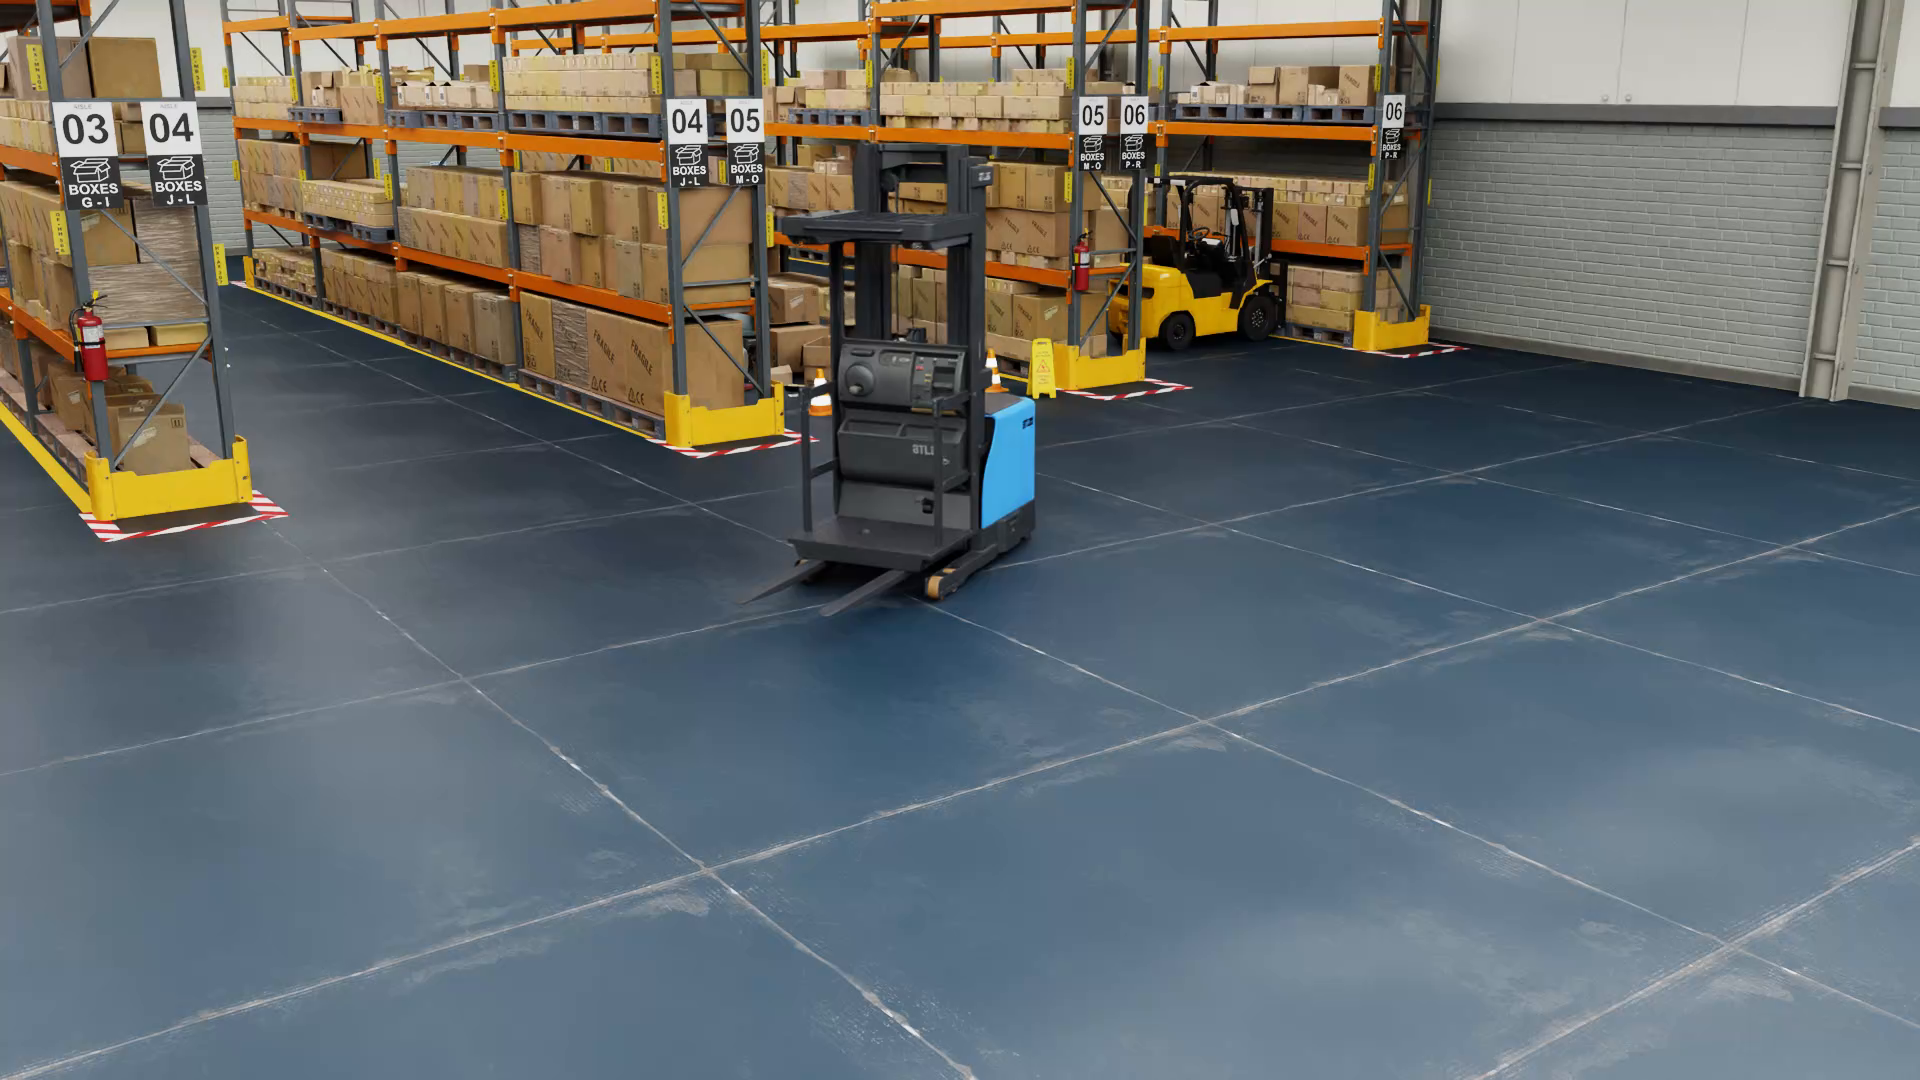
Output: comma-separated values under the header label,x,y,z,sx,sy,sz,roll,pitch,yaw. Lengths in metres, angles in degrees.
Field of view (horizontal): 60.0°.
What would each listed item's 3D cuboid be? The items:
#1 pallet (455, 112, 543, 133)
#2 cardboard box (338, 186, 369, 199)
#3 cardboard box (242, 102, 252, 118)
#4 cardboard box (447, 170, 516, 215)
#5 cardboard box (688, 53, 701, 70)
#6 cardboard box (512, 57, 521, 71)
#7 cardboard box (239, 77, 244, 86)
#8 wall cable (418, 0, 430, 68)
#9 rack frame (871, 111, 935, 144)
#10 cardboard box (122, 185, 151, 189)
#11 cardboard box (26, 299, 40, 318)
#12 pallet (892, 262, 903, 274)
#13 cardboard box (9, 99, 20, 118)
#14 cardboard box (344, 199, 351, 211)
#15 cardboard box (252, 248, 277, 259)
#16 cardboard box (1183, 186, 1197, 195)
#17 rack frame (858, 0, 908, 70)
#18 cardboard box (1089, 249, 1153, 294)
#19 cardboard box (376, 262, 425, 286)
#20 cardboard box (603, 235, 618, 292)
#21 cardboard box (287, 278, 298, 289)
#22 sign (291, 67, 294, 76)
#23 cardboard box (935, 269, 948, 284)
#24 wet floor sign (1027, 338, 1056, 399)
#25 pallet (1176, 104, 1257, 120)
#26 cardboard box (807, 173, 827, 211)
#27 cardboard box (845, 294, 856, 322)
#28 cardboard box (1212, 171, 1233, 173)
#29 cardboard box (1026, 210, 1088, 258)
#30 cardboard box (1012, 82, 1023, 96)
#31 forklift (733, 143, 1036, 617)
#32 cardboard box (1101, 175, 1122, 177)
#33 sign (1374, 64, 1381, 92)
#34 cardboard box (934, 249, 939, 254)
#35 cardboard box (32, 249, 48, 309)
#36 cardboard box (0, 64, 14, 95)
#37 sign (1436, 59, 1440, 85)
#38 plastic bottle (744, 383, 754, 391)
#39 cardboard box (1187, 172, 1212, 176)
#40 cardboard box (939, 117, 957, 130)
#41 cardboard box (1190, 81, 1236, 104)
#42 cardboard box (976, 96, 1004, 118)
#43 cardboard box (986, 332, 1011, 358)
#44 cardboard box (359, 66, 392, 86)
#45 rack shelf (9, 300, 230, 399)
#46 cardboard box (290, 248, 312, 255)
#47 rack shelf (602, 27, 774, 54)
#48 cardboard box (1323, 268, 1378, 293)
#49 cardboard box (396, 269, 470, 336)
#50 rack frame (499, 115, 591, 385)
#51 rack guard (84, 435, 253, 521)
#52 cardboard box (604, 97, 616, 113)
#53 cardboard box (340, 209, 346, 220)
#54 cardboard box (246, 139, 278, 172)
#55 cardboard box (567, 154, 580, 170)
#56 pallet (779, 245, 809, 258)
label,x,y,z,sx,sy,sz,roll,pitch,yaw
pallet,-5.226,-4.847,19.282,0.805,0.209,1.217,-12,19,-37
cardboard box,-8.416,-4.836,23.118,0.380,0.149,0.250,-10,18,-32
cardboard box,-11.339,-6.992,27.043,0.500,0.250,0.500,-10,18,-33
cardboard box,-5.840,-4.265,20.394,0.700,0.500,0.500,-11,19,-35
cardboard box,-2.380,-4.585,15.945,0.380,0.149,0.250,-11,19,-34
cardboard box,-4.557,-5.080,17.753,0.380,0.149,0.250,-11,19,-35
cardboard box,-11.460,-7.443,26.989,0.380,0.149,0.250,-11,19,-35
wall cable,-11.330,-10.721,34.700,0.463,3.000,0.029,-11,19,-35
rack frame,-0.702,-4.094,21.852,1.000,3.000,0.127,-11,19,-35
cardboard box,-7.352,-2.855,14.680,0.500,0.500,0.500,-11,19,-35
cardboard box,-8.261,-2.126,15.137,0.380,0.149,0.250,-11,19,-35
pallet,-0.884,-5.061,30.666,1.003,0.211,1.213,-11,19,-35
cardboard box,-7.979,-3.733,14.378,0.380,0.149,0.250,-11,19,-36
cardboard box,-8.264,-4.637,22.954,0.380,0.149,0.250,-11,19,-35
cardboard box,-11.669,-4.816,27.969,0.380,0.149,0.250,-12,19,-37
cardboard box,3.439,-5.062,23.972,0.380,0.149,0.250,-10,18,-33
rack frame,-1.393,-9.467,30.119,1.000,3.000,0.127,-11,19,-35
cardboard box,2.545,-4.199,25.938,0.875,0.625,0.625,-11,19,-35
cardboard box,-7.613,-3.622,22.647,0.500,0.250,0.500,-11,19,-36
cardboard box,-3.118,-2.847,17.014,0.875,0.550,0.550,-11,19,-35
cardboard box,-10.465,-4.092,26.448,0.380,0.149,0.250,-11,19,-35
sign,-11.242,-7.822,28.114,0.100,0.325,0.005,-11,19,-35
cardboard box,-0.084,-3.274,20.621,0.380,0.149,0.250,-10,18,-31
wet floor sign,0.896,-1.898,18.287,0.267,0.644,0.232,-4,16,-15
pallet,3.833,-6.091,23.634,1.003,0.211,1.213,-11,19,-35
cardboard box,-1.750,-4.768,22.766,0.500,0.500,0.500,-10,18,-33
cardboard box,-1.013,-3.141,22.551,0.950,0.372,0.625,-11,19,-34
cardboard box,3.857,-5.288,24.234,0.380,0.149,0.250,-11,19,-36
cardboard box,1.108,-3.505,18.946,0.500,0.500,0.500,-11,19,-36
cardboard box,0.819,-5.151,18.998,0.380,0.149,0.250,-11,19,-34
forklift,-0.489,-1.140,11.188,1.130,2.935,3.031,7,17,23
cardboard box,2.419,-5.667,26.182,0.380,0.149,0.250,-11,19,-34
sign,5.216,-5.765,20.749,0.100,0.325,0.005,-11,19,-35
cardboard box,-0.106,-3.647,20.697,0.380,0.149,0.250,-11,19,-35
cardboard box,-7.602,-2.325,14.636,0.875,0.500,0.500,-11,19,-35
cardboard box,-8.914,-4.371,16.189,0.797,0.503,0.637,-12,19,-37
sign,6.115,-6.002,21.337,0.100,0.325,0.005,-11,19,-35
plastic bottle,-2.437,-1.723,18.756,0.133,0.061,0.283,10,18,33
cardboard box,3.499,-5.216,23.972,0.380,0.149,0.250,-11,19,-34
cardboard box,-0.030,-5.026,20.051,0.380,0.149,0.250,-11,19,-36
cardboard box,3.603,-6.304,23.429,0.500,0.311,0.500,-10,18,-33
cardboard box,0.527,-5.043,19.357,0.500,0.250,0.500,-10,18,-33
cardboard box,0.659,-2.359,19.925,0.500,0.250,0.500,-11,19,-34
cardboard box,-7.760,-6.176,22.136,0.396,0.266,0.258,-11,19,-35
rack shelf,-7.542,-1.782,14.766,1.077,0.370,4.000,-11,19,-35
cardboard box,-11.085,-4.845,28.072,0.380,0.149,0.250,-10,18,-33
rack shelf,-4.230,-7.729,25.889,1.077,0.370,4.000,-11,19,-35
cardboard box,5.140,-3.419,21.907,0.500,0.250,0.500,-10,18,-33
cardboard box,-6.713,-3.132,21.802,1.050,0.750,0.750,-11,19,-35
rack frame,-4.647,-3.304,18.966,1.000,3.000,0.127,-11,19,-35
rack guard,-6.411,-0.512,13.500,1.175,0.500,0.348,-11,19,-35
cardboard box,-3.212,-4.207,16.075,0.380,0.149,0.250,-11,19,-34
cardboard box,-8.410,-4.548,23.192,0.380,0.149,0.250,-10,18,-33
cardboard box,-11.351,-6.297,27.252,0.500,0.500,0.500,-10,18,-33
cardboard box,-6.505,-6.607,28.952,0.500,0.500,0.500,-11,19,-34
pallet,-3.231,-5.896,33.719,1.003,0.211,1.213,-11,19,-35
